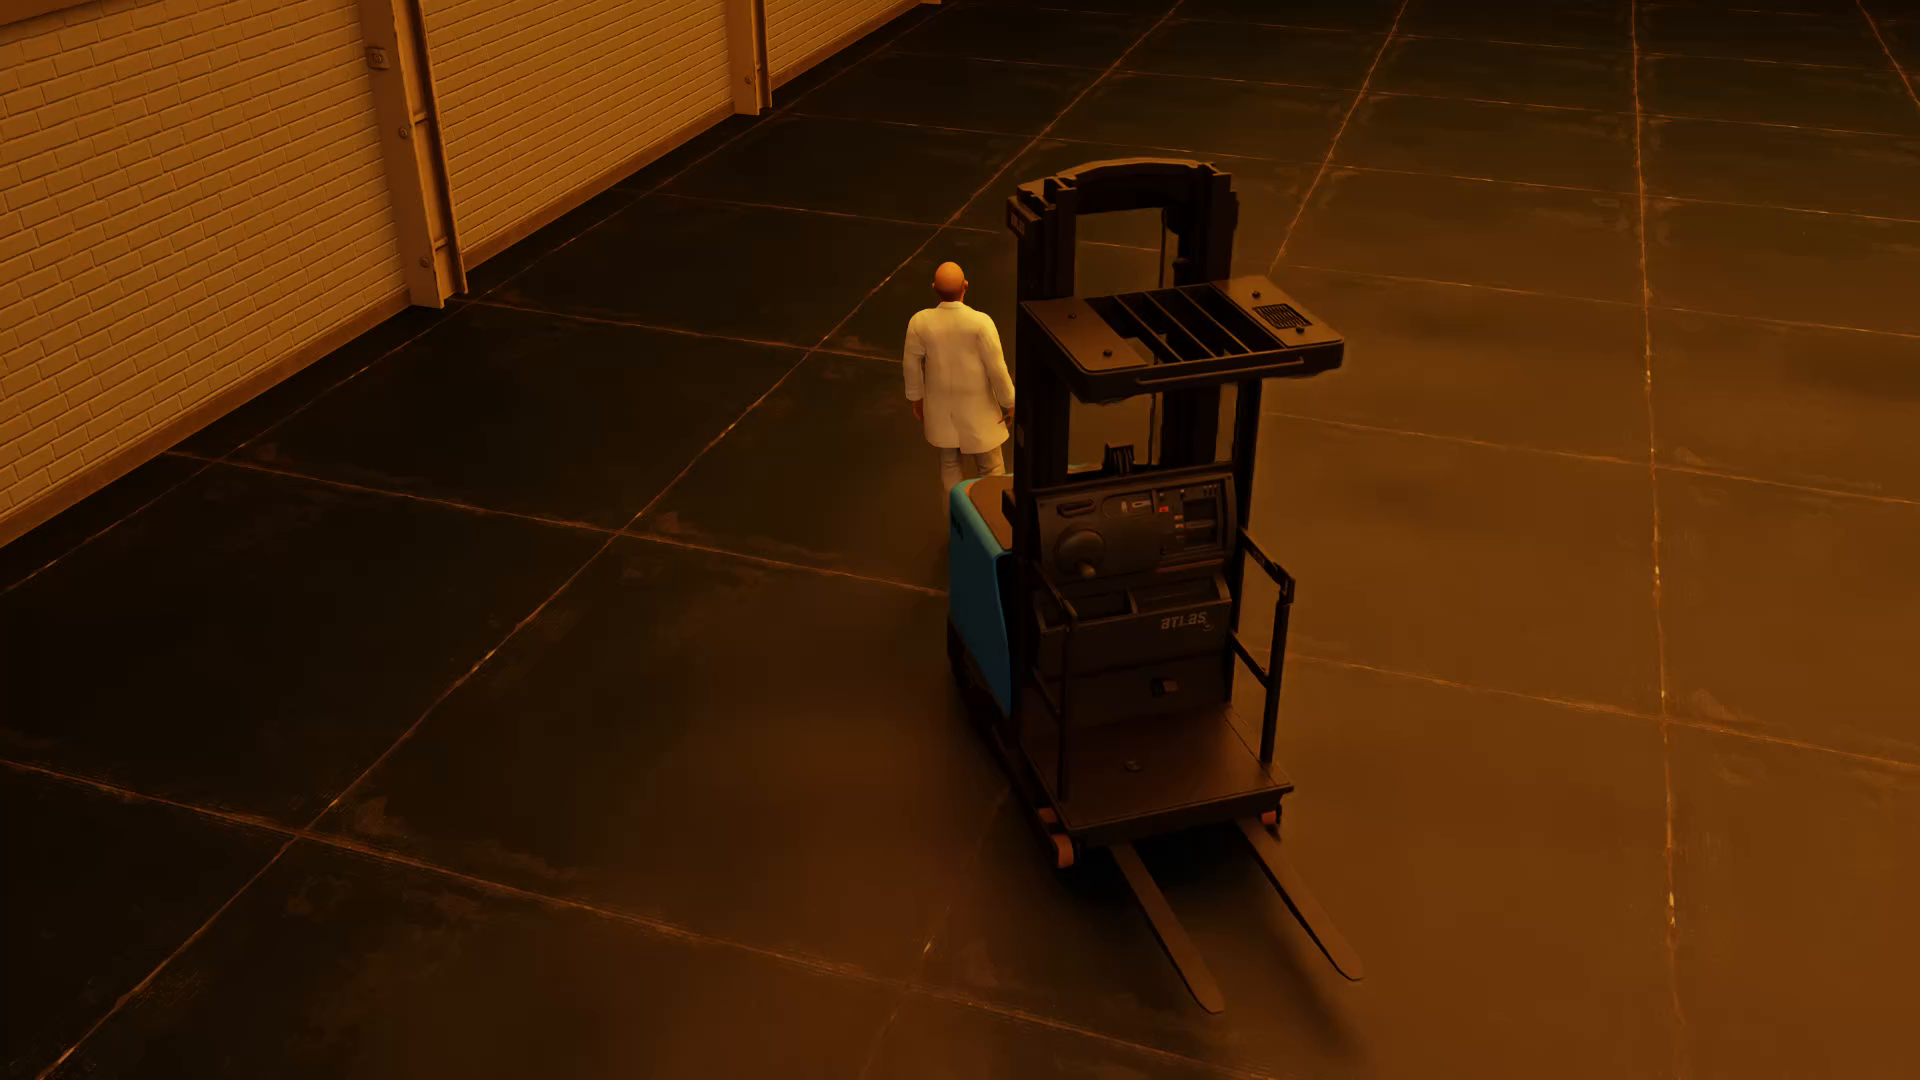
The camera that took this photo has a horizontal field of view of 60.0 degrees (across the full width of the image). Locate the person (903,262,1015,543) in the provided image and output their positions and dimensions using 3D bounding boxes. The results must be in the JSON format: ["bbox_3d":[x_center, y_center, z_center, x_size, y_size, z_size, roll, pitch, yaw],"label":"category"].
[{"bbox_3d":[0.033,-0.820,9.726,0.698,1.776,0.580,10,31,16],"label":"person"}]

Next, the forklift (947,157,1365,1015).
[{"bbox_3d":[0.848,-0.012,7.157,1.130,2.935,3.031,-9,31,-15],"label":"forklift"}]
